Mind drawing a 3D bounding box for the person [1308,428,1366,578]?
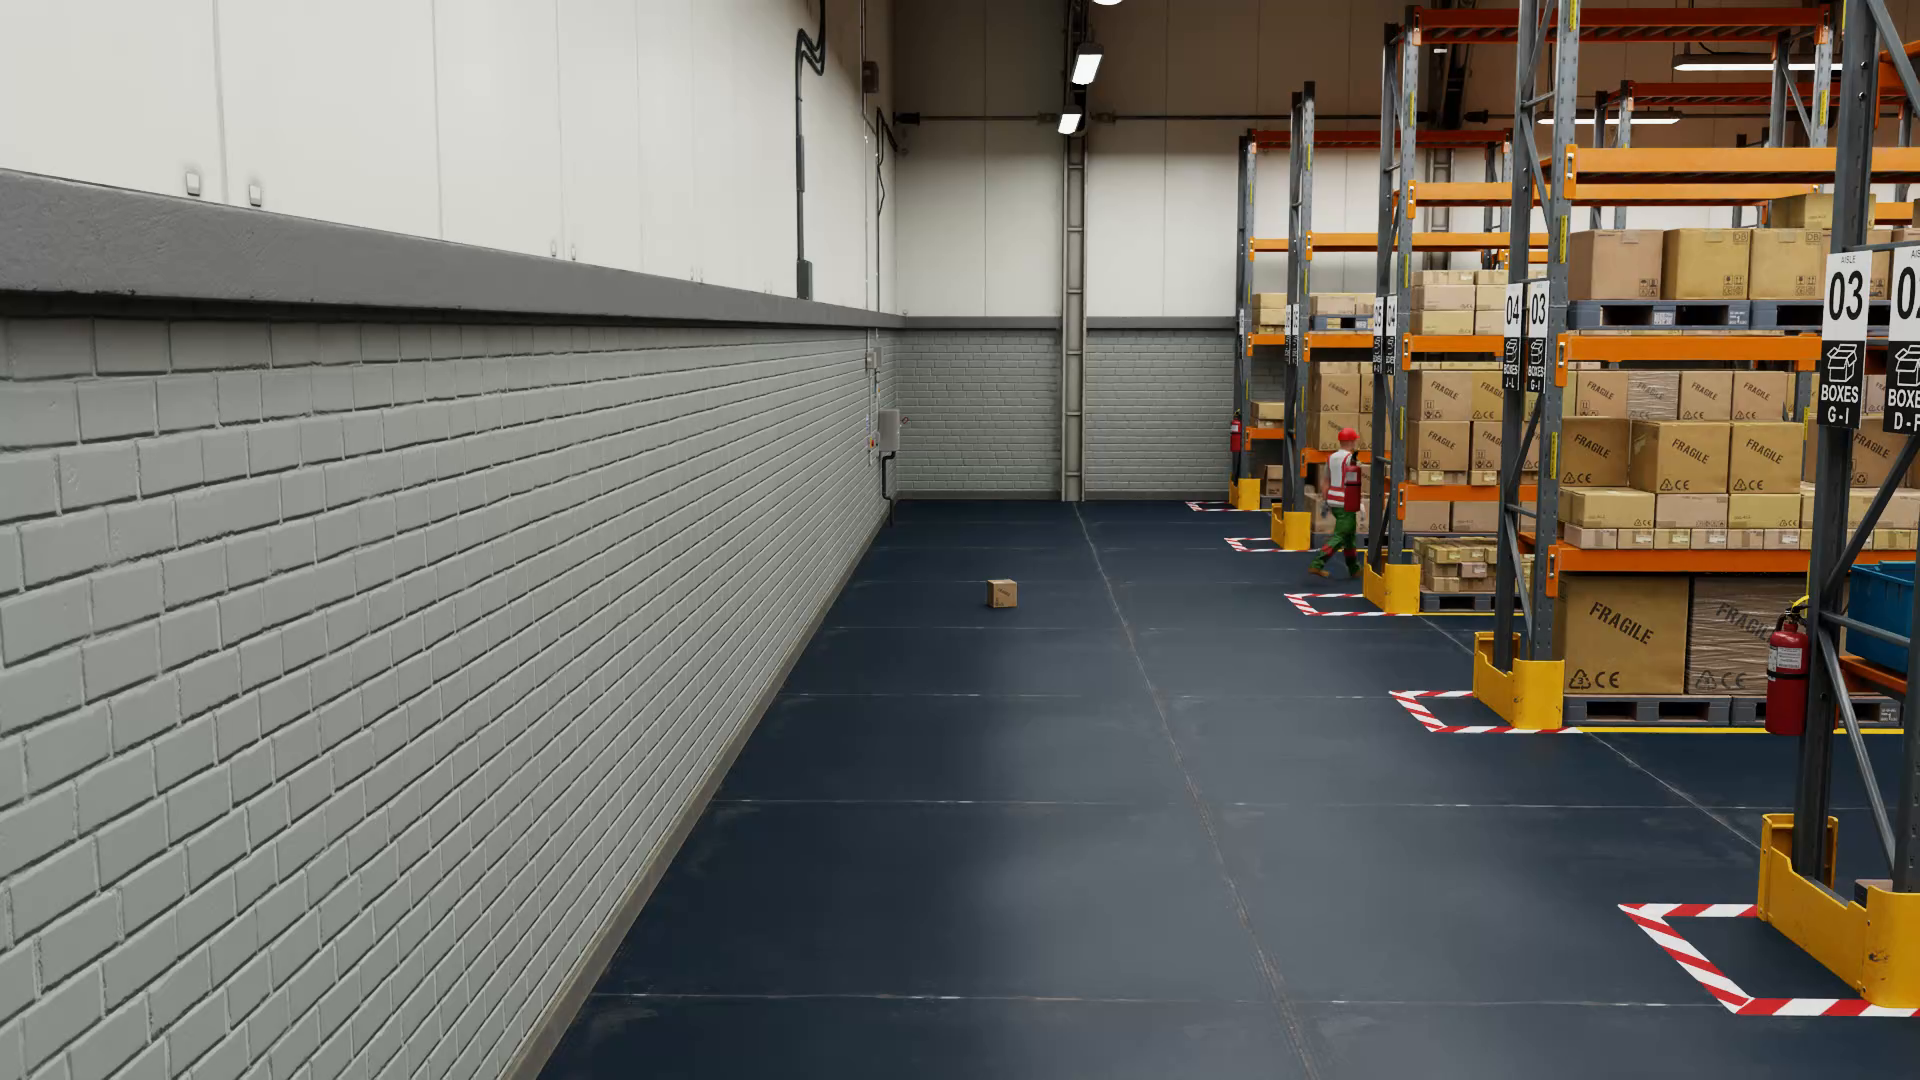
[{"bbox_3d":[4.375,-0.402,18.977,1.037,1.755,0.577,-3,8,-22],"label":"person"}]
